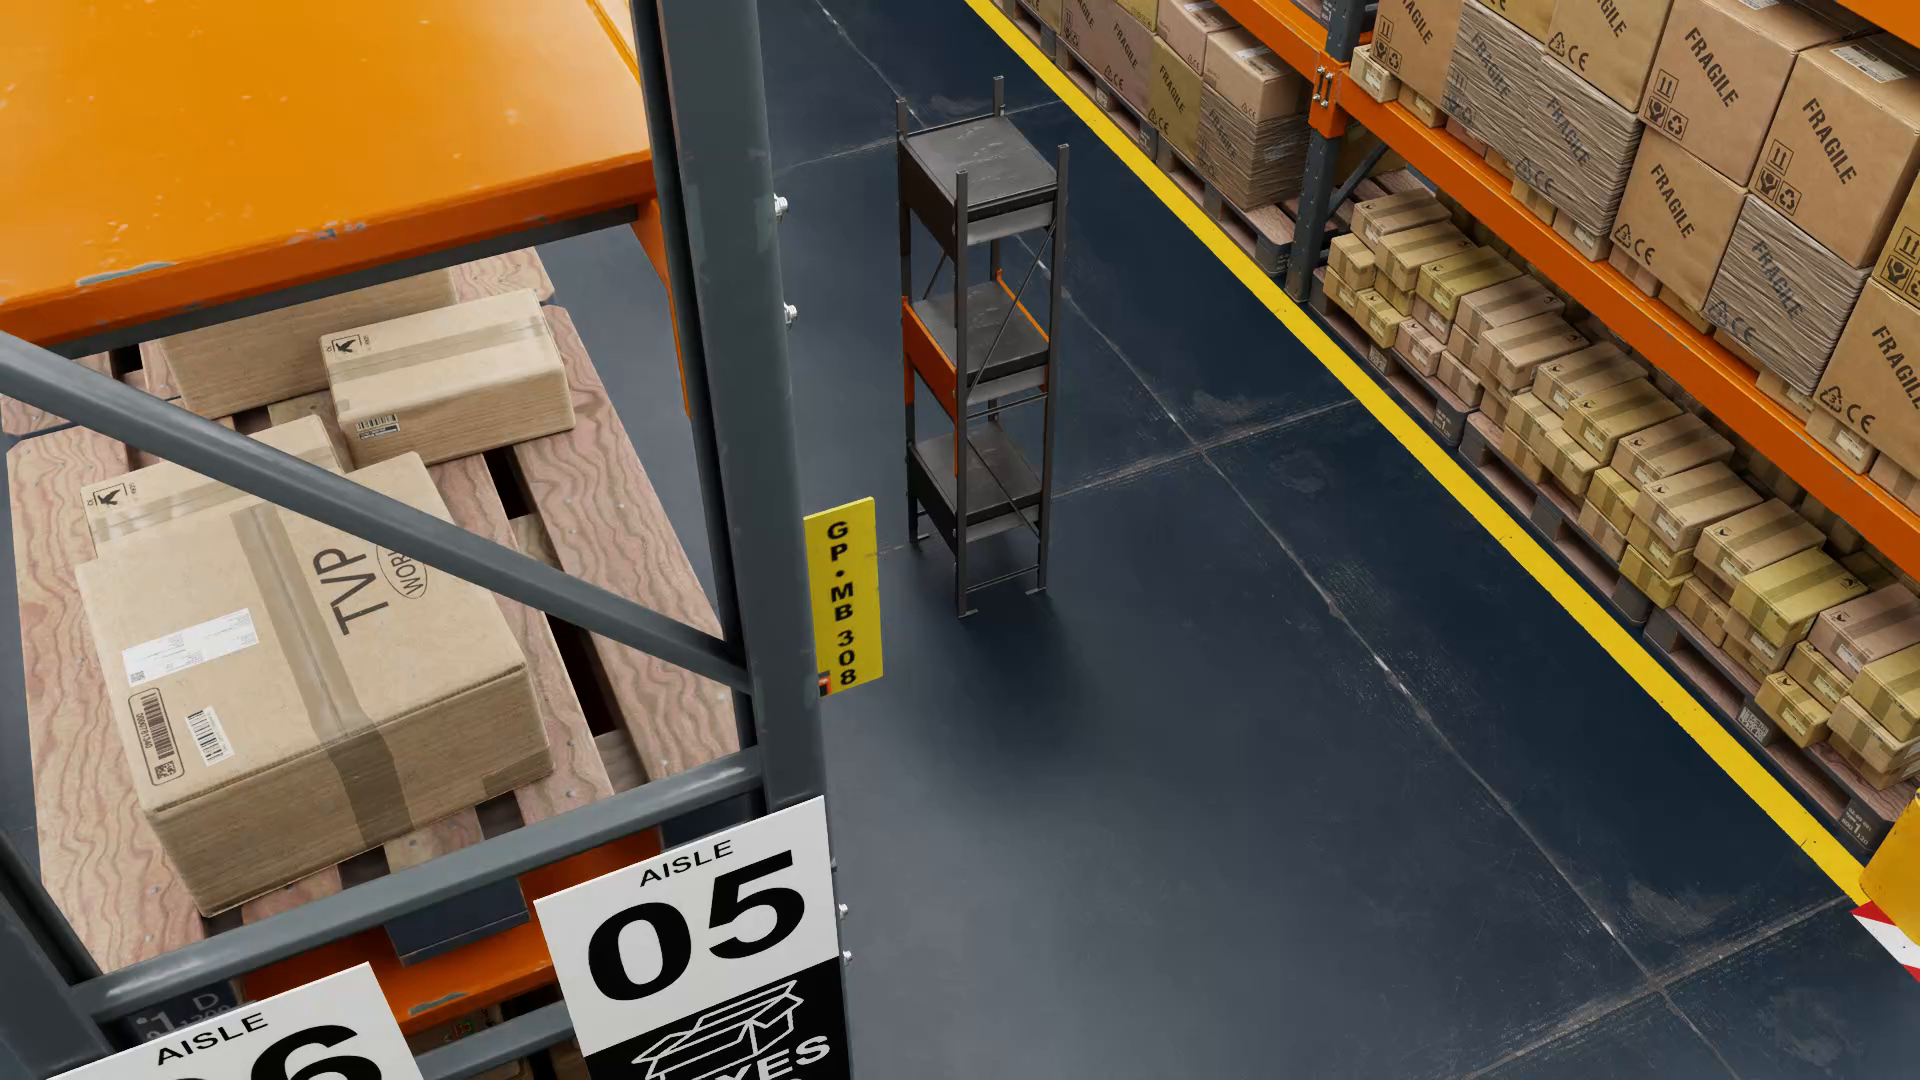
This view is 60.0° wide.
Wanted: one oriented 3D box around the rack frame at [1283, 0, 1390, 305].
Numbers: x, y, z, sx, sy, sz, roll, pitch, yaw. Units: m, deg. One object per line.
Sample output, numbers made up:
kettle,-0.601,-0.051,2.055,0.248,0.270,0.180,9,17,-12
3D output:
rack frame,2.112,-2.429,7.445,1.000,3.000,0.127,-18,47,-17

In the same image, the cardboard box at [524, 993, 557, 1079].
cardboard box,-0.834,0.906,3.994,0.500,0.500,0.500,-19,48,-18

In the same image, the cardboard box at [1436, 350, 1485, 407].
cardboard box,2.389,-0.777,7.501,0.380,0.149,0.250,-19,48,-18

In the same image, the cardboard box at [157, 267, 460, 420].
cardboard box,-1.239,-0.543,3.091,0.500,0.311,0.500,-17,47,-17

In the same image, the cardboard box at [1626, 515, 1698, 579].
cardboard box,2.863,-0.029,6.532,0.380,0.149,0.250,-17,47,-17

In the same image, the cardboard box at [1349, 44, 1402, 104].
cardboard box,1.934,-2.062,7.252,0.380,0.149,0.250,-16,47,-16

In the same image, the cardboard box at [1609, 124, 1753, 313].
cardboard box,2.737,-1.203,5.919,0.500,0.500,0.500,-16,47,-15

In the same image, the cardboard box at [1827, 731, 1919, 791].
cardboard box,3.383,0.712,5.993,0.380,0.149,0.250,-17,47,-17

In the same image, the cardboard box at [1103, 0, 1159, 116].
cardboard box,1.145,-2.741,9.242,0.500,0.500,0.500,-19,48,-18

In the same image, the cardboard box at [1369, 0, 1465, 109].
cardboard box,2.092,-2.180,6.910,0.500,0.500,0.500,-19,48,-18

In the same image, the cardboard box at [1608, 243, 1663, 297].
cardboard box,2.687,-1.080,6.257,0.380,0.149,0.250,-16,47,-16

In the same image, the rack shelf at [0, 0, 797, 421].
rack shelf,-1.496,-1.365,2.892,1.077,0.370,4.000,-18,47,-17

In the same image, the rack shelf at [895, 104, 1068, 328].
rack shelf,0.070,-1.130,5.792,0.431,0.518,0.480,-18,47,-17

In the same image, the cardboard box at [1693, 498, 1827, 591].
cardboard box,3.012,0.023,6.267,0.380,0.149,0.250,-20,48,-19

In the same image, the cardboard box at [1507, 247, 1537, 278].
cardboard box,2.752,-1.318,7.626,0.380,0.149,0.250,-18,48,-18

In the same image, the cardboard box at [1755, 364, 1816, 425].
cardboard box,2.998,-0.572,5.742,0.380,0.149,0.250,-20,48,-19

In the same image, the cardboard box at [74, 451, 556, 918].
cardboard box,-0.926,0.187,2.395,0.500,0.250,0.500,-22,49,-21

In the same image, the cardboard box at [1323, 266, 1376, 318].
cardboard box,1.974,-1.237,7.967,0.380,0.149,0.250,-20,48,-19

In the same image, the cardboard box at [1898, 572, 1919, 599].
cardboard box,3.657,0.199,6.088,0.380,0.149,0.250,-17,47,-17

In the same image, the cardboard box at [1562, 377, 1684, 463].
cardboard box,2.703,-0.491,6.788,0.380,0.149,0.250,-18,47,-17

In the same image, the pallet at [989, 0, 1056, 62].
pallet,0.757,-3.487,10.502,1.003,0.211,1.213,-18,47,-17

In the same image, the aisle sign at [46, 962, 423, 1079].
aisle sign,-0.906,0.858,2.262,0.394,0.787,0.004,-18,47,-17

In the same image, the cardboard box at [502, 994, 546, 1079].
cardboard box,-1.074,1.018,3.168,0.500,0.500,0.500,-17,47,-16

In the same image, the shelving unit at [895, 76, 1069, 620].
shelving unit,0.070,-0.642,6.274,0.431,2.100,0.503,-18,47,-17

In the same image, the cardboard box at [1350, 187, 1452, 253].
cardboard box,2.069,-1.495,7.805,0.380,0.149,0.250,-16,47,-16

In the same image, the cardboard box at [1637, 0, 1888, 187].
cardboard box,2.711,-1.583,5.593,0.500,0.500,0.500,-20,48,-19

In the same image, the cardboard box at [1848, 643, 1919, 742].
cardboard box,3.341,0.511,5.772,0.380,0.149,0.250,-18,47,-17

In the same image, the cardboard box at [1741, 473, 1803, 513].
cardboard box,3.352,-0.188,6.692,0.380,0.149,0.250,-20,48,-19

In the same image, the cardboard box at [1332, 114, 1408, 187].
cardboard box,2.042,-2.238,8.732,0.500,0.500,0.500,-16,47,-16

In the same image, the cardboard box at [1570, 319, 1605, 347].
cardboard box,2.928,-0.883,7.397,0.380,0.149,0.250,-17,47,-16

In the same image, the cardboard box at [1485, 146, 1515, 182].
cardboard box,2.379,-1.590,6.774,0.380,0.149,0.250,-20,48,-19

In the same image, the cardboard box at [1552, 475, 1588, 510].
cardboard box,2.736,-0.277,6.995,0.380,0.149,0.250,-17,47,-16

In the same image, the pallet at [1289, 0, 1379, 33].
pallet,1.923,-2.891,8.049,1.003,0.211,1.213,-18,47,-17

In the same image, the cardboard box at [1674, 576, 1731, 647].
cardboard box,3.035,0.230,6.481,0.380,0.149,0.250,-18,47,-17

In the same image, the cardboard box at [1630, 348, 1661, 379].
cardboard box,3.113,-0.816,7.117,0.380,0.149,0.250,-20,48,-19

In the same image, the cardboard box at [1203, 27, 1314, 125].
cardboard box,1.569,-2.356,8.317,0.500,0.250,0.500,-19,48,-18

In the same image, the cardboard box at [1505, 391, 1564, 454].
cardboard box,2.551,-0.530,7.039,0.380,0.149,0.250,-18,48,-18

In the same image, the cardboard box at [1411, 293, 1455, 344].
cardboard box,2.297,-1.065,7.581,0.380,0.149,0.250,-18,47,-18

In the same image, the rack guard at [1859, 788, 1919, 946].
rack guard,3.762,0.961,5.788,1.175,0.500,0.348,-18,47,-17

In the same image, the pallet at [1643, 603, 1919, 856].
pallet,3.452,0.536,6.425,1.003,0.211,1.213,-18,47,-17

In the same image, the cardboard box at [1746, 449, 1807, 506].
cardboard box,3.380,-0.312,6.607,0.380,0.149,0.250,-16,47,-16

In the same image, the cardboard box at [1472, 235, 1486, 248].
cardboard box,2.658,-1.394,7.915,0.380,0.149,0.250,-20,48,-19

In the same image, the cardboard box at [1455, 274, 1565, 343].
cardboard box,2.412,-0.996,7.299,0.380,0.149,0.250,-19,48,-18

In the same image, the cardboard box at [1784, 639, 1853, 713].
cardboard box,3.252,0.445,6.051,0.380,0.149,0.250,-19,48,-18
